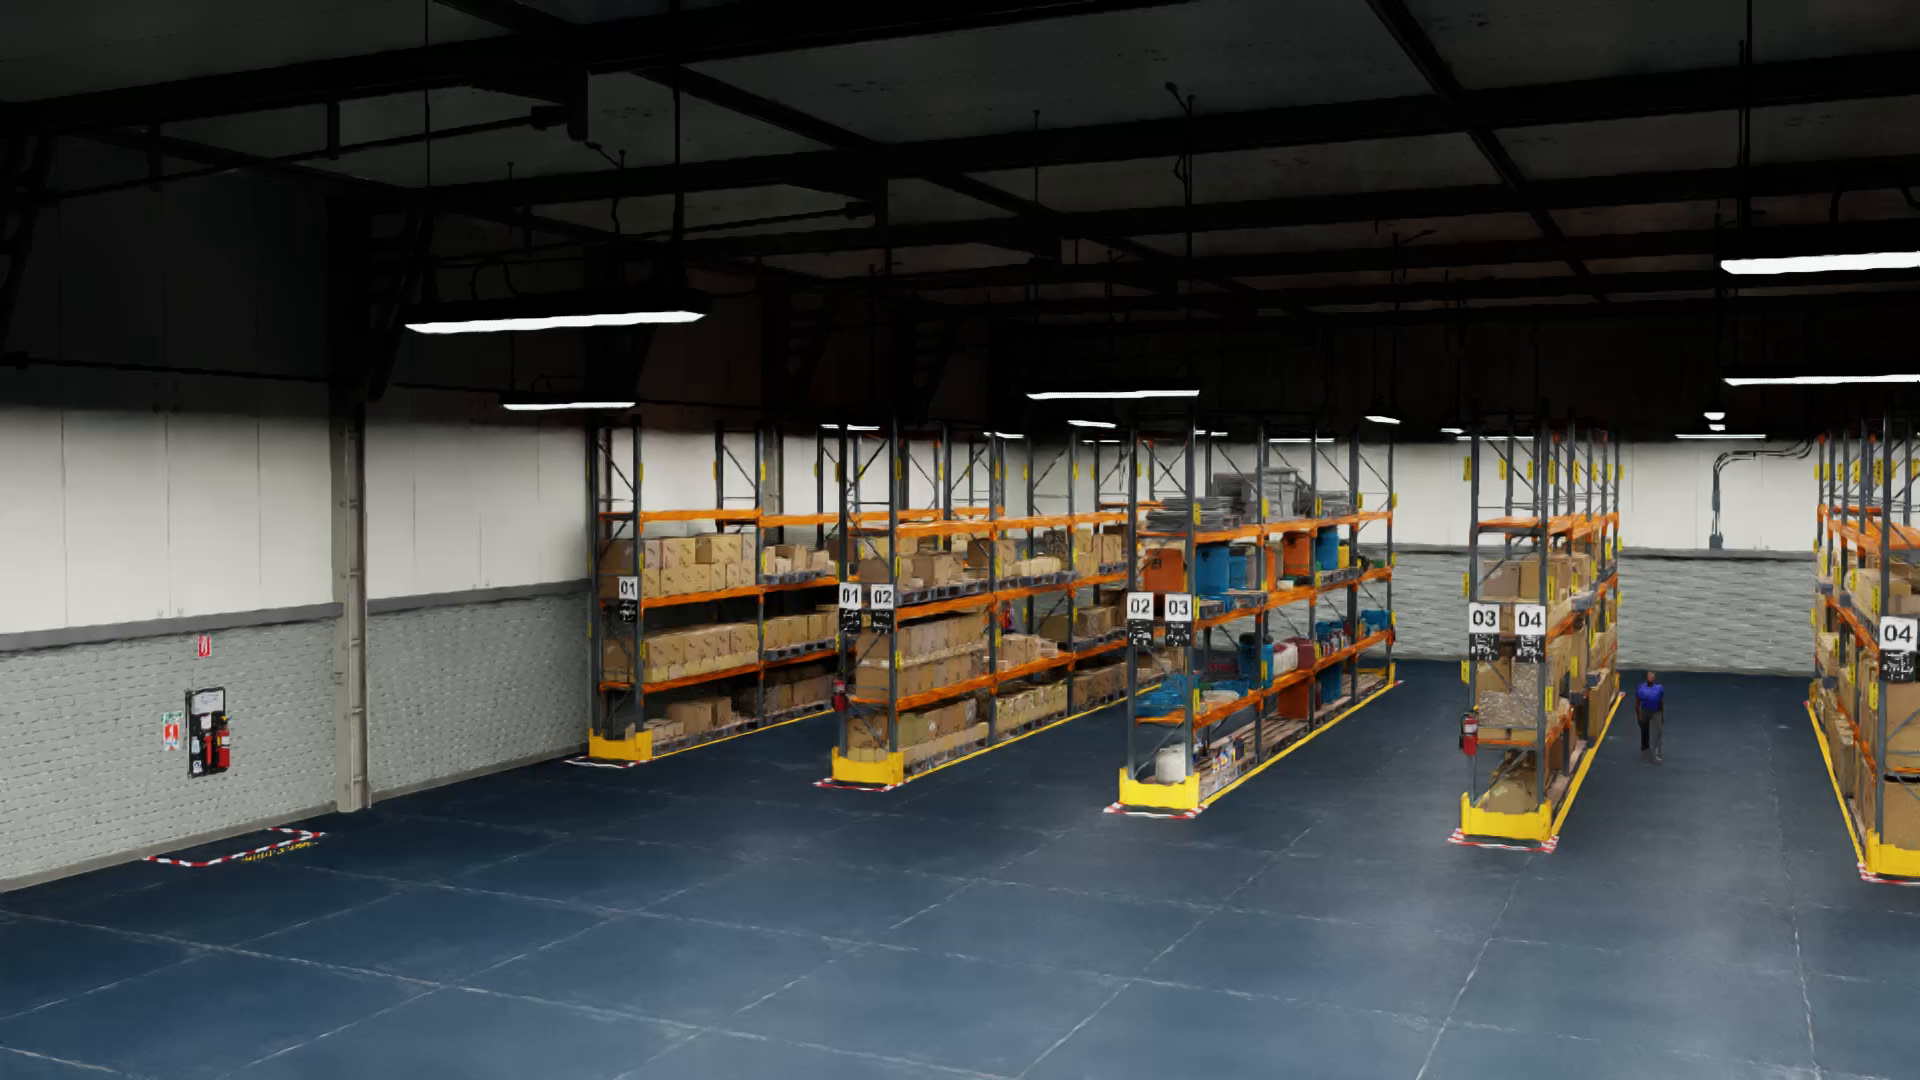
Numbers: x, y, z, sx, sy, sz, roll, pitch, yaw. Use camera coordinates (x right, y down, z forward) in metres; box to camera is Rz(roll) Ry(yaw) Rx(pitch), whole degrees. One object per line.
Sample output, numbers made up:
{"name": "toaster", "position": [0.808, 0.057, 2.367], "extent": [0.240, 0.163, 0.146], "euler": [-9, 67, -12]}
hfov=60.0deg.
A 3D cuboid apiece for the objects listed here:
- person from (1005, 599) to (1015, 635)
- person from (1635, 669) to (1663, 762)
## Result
{"name": "person", "position": [1.321, 2.367, 44.521], "extent": [0.638, 1.588, 0.528], "euler": [-2, 3, -33]}
{"name": "person", "position": [11.946, 3.017, 28.816], "extent": [0.450, 1.558, 1.089], "euler": [1, 3, 22]}
